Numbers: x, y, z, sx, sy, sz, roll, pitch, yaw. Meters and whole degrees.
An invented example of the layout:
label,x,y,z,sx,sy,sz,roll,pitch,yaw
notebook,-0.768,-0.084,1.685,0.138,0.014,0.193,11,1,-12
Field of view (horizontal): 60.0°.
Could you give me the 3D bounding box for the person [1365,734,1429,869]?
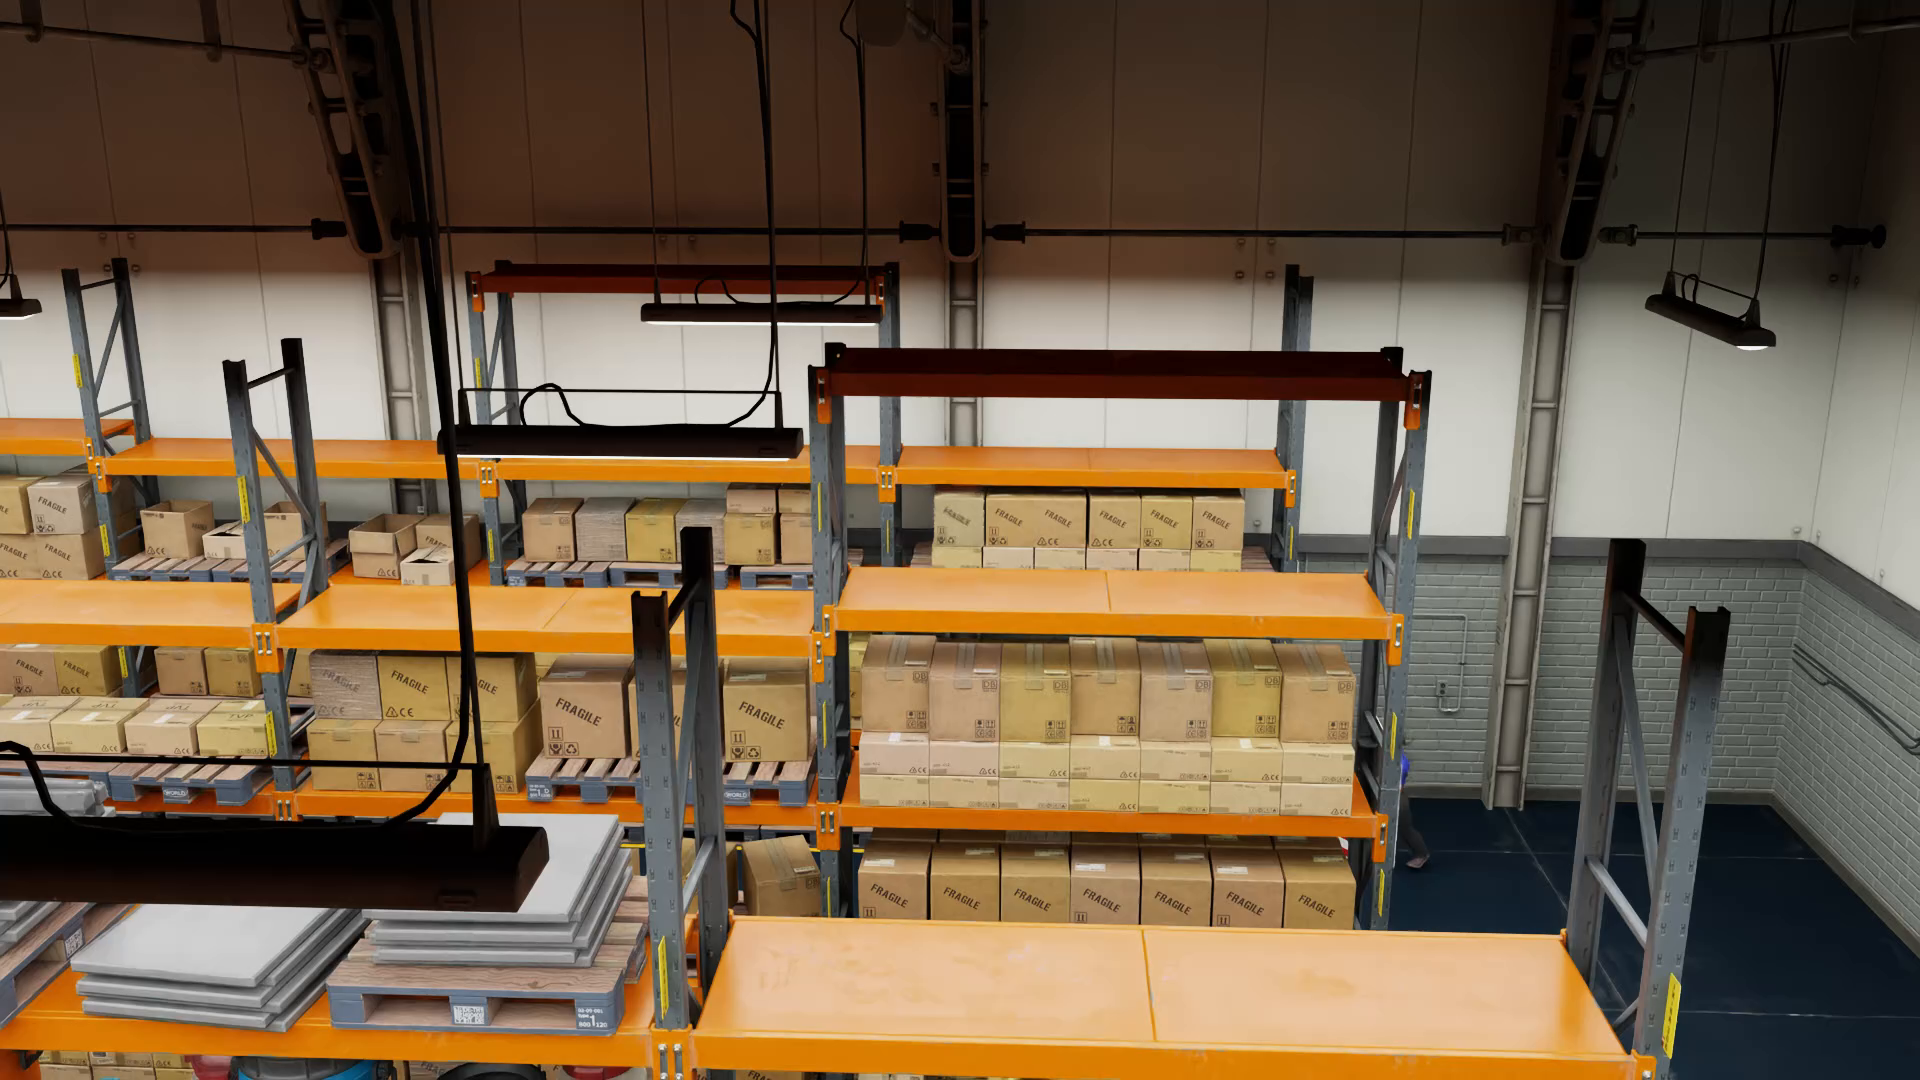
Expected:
label,x,y,z,sx,sy,sz,roll,pitch,yaw
person,4.283,2.672,16.653,1.058,1.481,0.449,-10,19,-31
